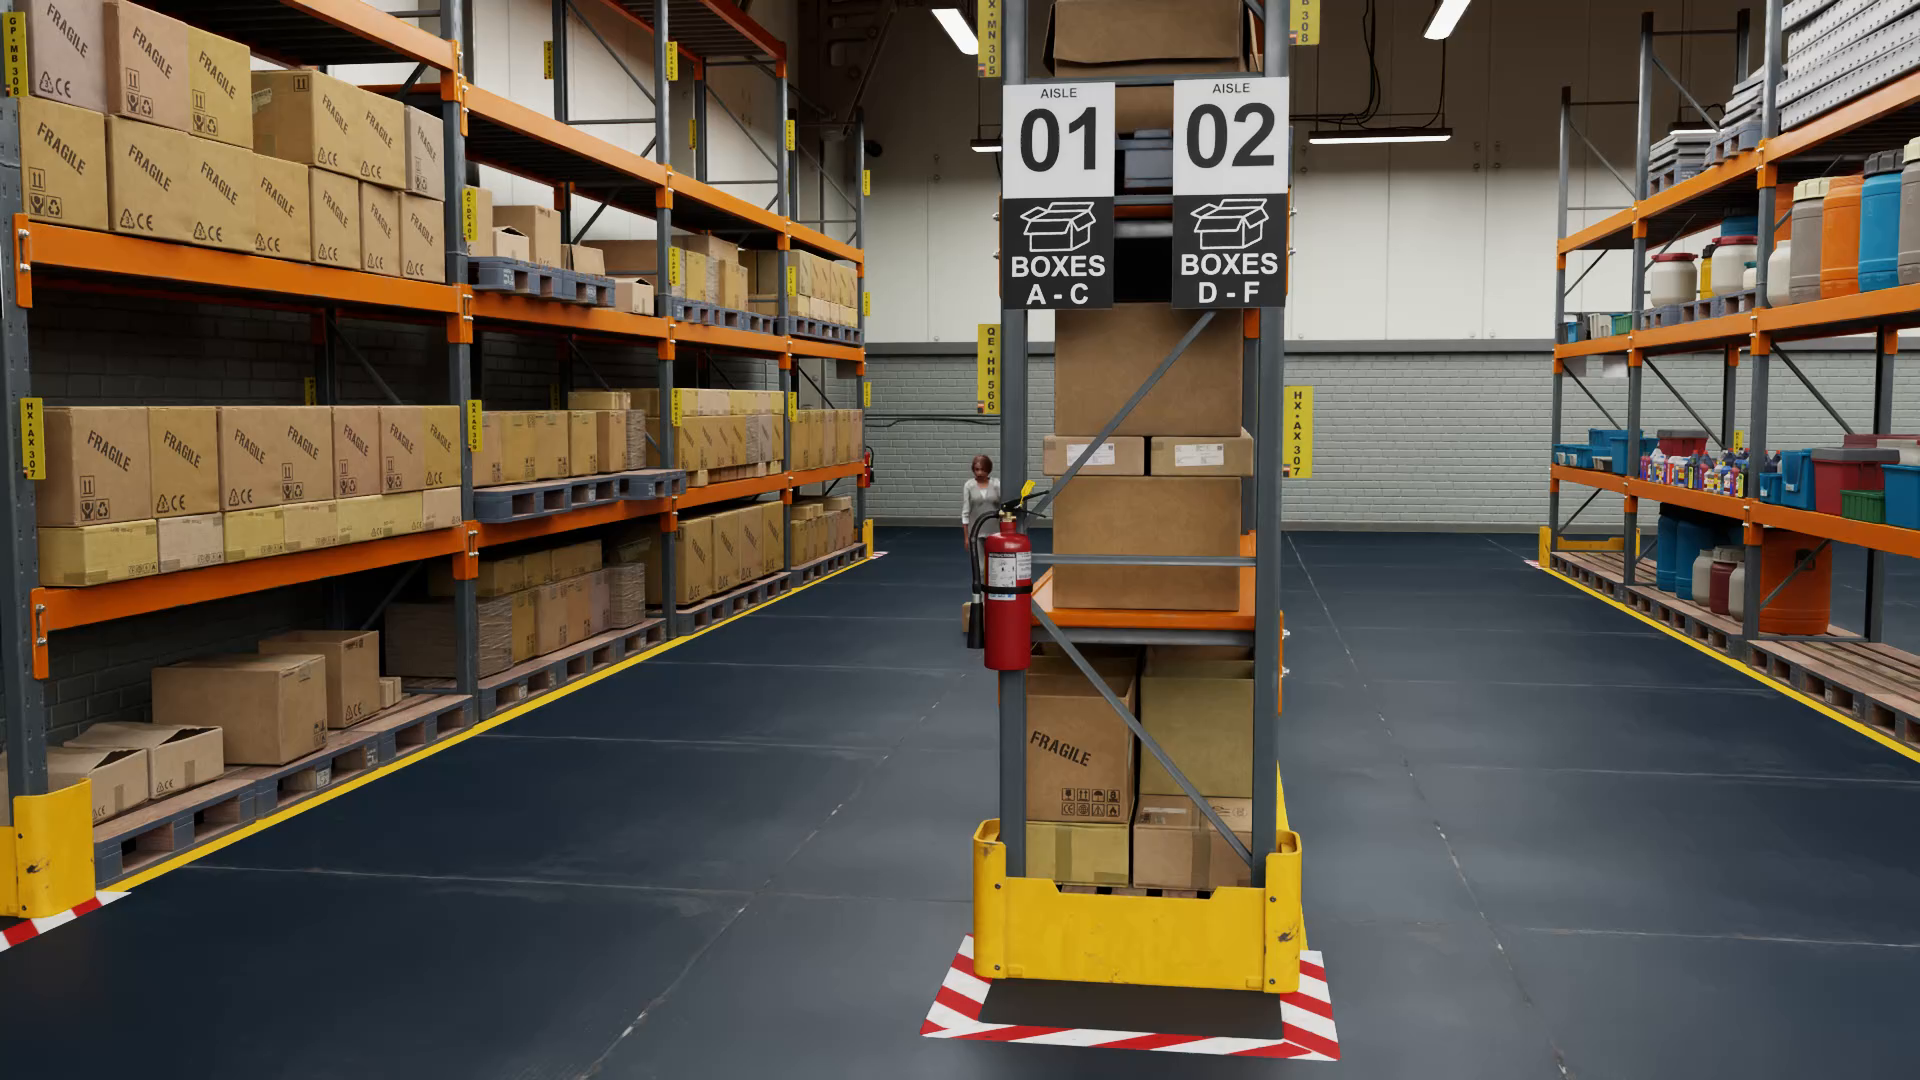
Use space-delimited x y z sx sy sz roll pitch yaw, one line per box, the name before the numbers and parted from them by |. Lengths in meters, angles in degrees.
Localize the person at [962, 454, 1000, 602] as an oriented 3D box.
person | 0.244 -0.014 15.584 0.445 1.571 0.612 0 5 -2
